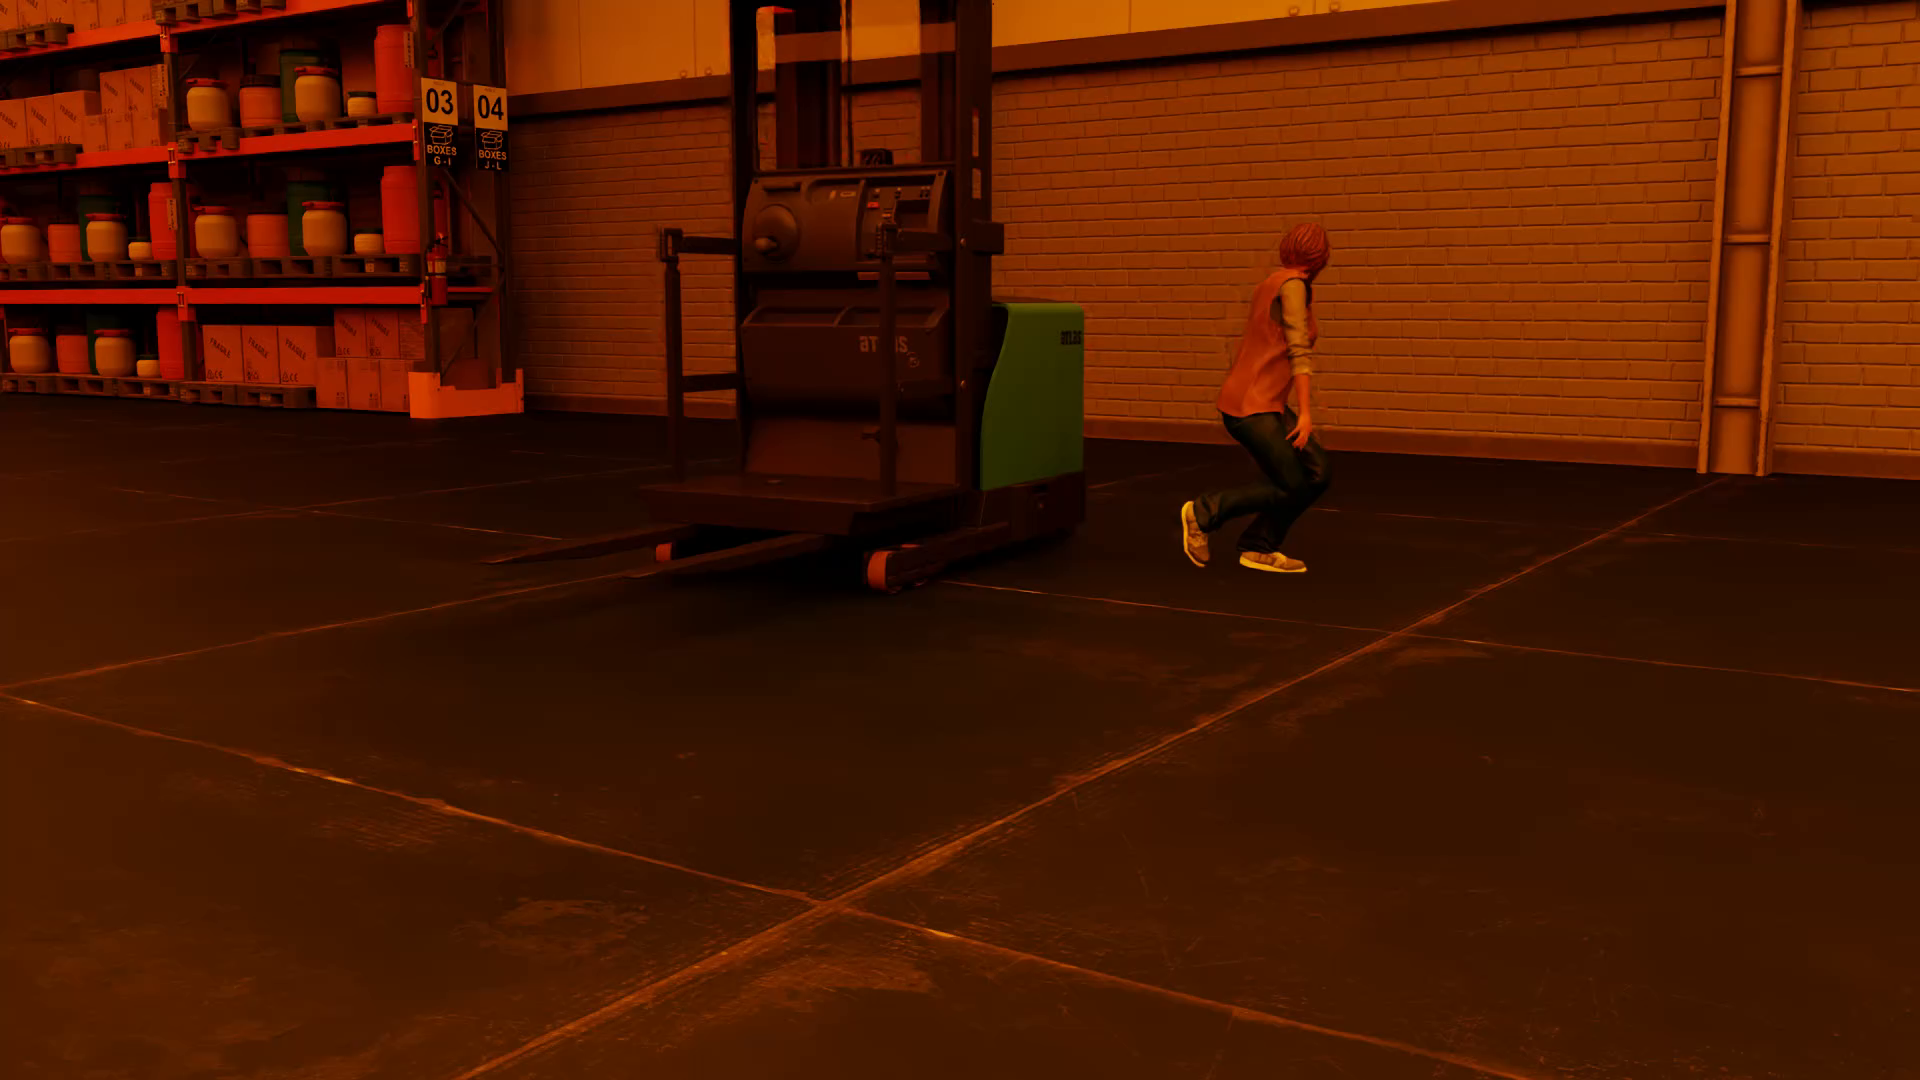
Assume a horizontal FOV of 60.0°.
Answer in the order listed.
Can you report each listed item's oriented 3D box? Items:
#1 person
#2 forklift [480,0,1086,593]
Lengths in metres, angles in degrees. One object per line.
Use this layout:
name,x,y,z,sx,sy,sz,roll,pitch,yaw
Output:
person,1.182,-0.542,6.584,0.587,1.394,0.692,2,8,15
forklift,-0.572,-1.323,6.497,1.130,2.935,3.031,4,9,29
